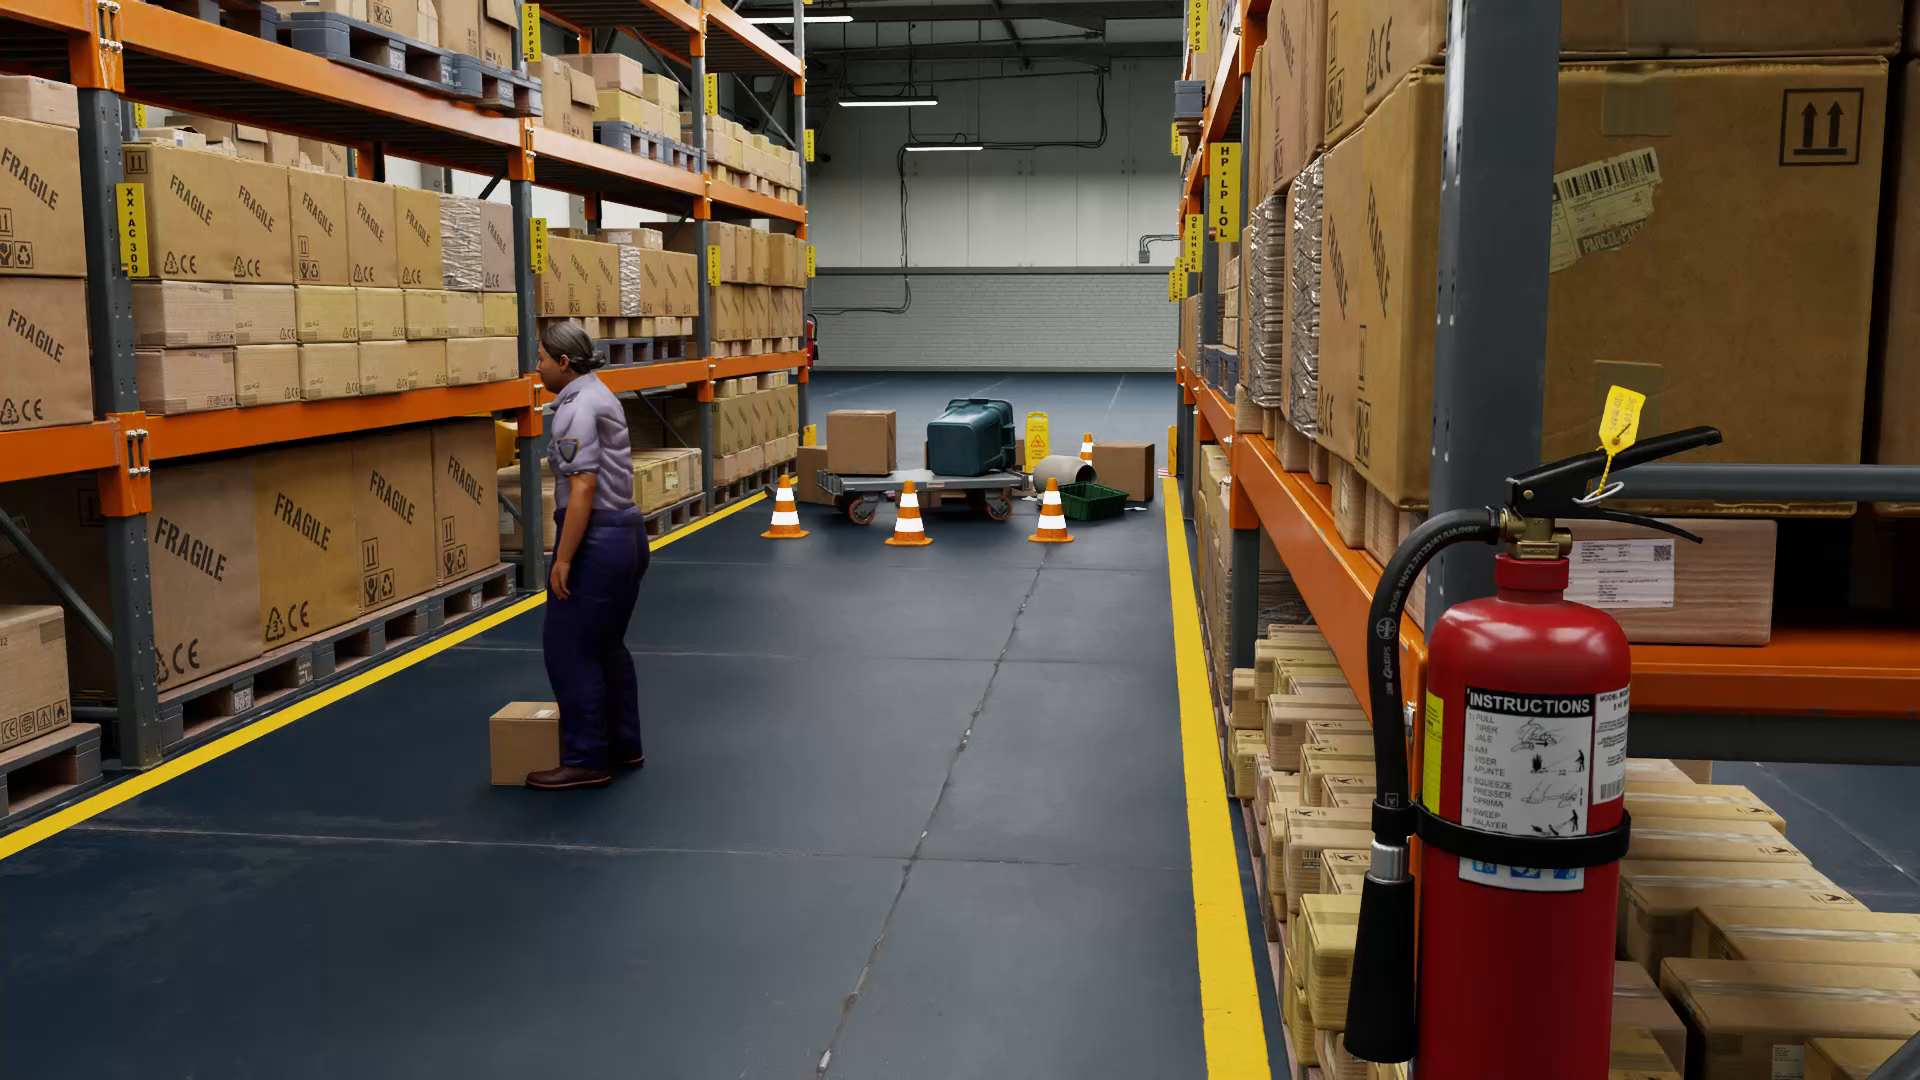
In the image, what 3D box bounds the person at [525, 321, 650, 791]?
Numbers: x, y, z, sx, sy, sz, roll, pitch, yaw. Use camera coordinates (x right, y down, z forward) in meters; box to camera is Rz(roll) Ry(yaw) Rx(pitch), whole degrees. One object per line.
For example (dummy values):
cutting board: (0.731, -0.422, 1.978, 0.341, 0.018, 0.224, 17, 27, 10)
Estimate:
person: (-1.340, 0.050, 5.956, 0.418, 1.653, 0.562, 0, 8, 4)
